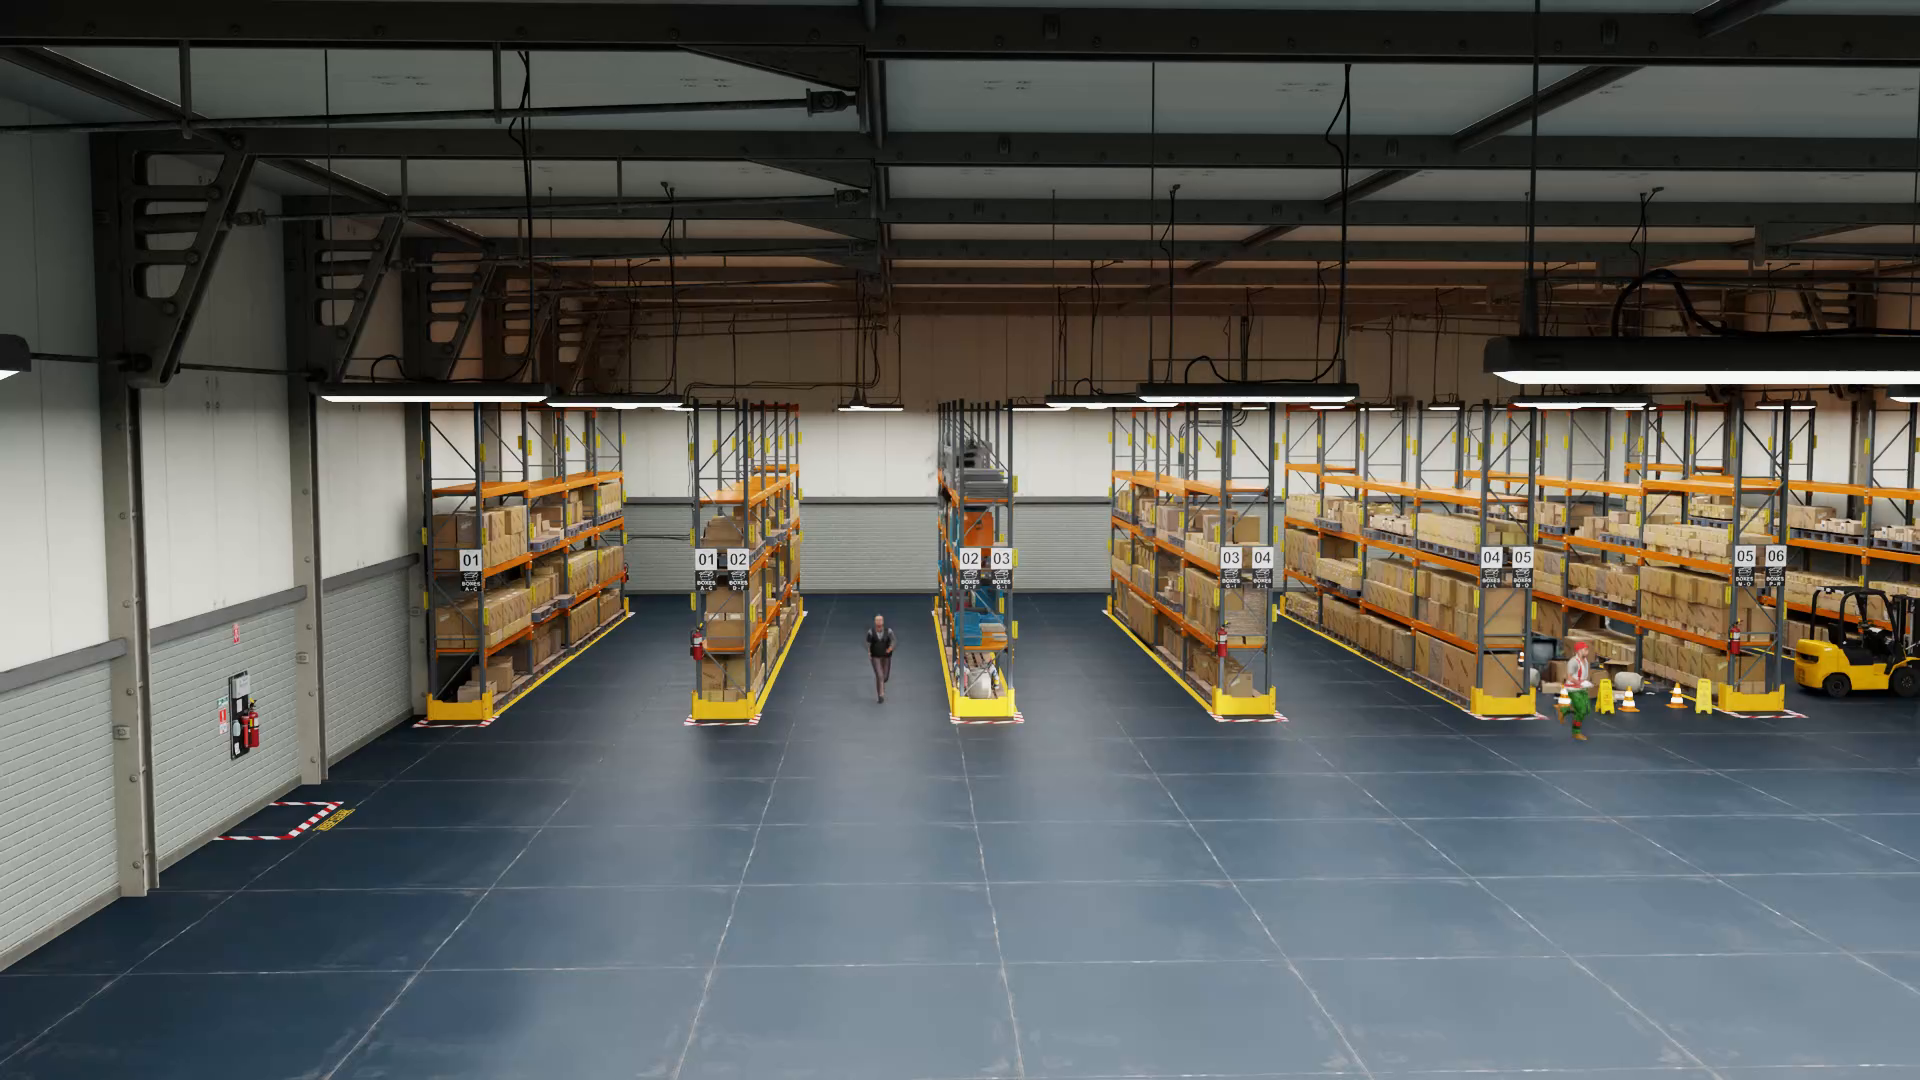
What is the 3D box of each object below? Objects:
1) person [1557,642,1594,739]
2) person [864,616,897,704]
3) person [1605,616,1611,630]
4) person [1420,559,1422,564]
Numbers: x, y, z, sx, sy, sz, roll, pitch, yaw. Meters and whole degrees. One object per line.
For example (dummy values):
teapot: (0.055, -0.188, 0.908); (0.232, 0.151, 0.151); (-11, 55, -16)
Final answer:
person: (10.881, 2.646, 29.342); (0.703, 1.734, 0.703); (-4, 6, -45)
person: (-1.581, 2.362, 33.187); (0.657, 1.720, 0.784); (-1, 4, -9)
person: (16.377, 1.596, 42.166); (0.662, 1.786, 0.982); (0, 4, -4)
person: (13.467, 1.175, 49.270); (0.537, 1.617, 0.570); (0, 4, -3)
